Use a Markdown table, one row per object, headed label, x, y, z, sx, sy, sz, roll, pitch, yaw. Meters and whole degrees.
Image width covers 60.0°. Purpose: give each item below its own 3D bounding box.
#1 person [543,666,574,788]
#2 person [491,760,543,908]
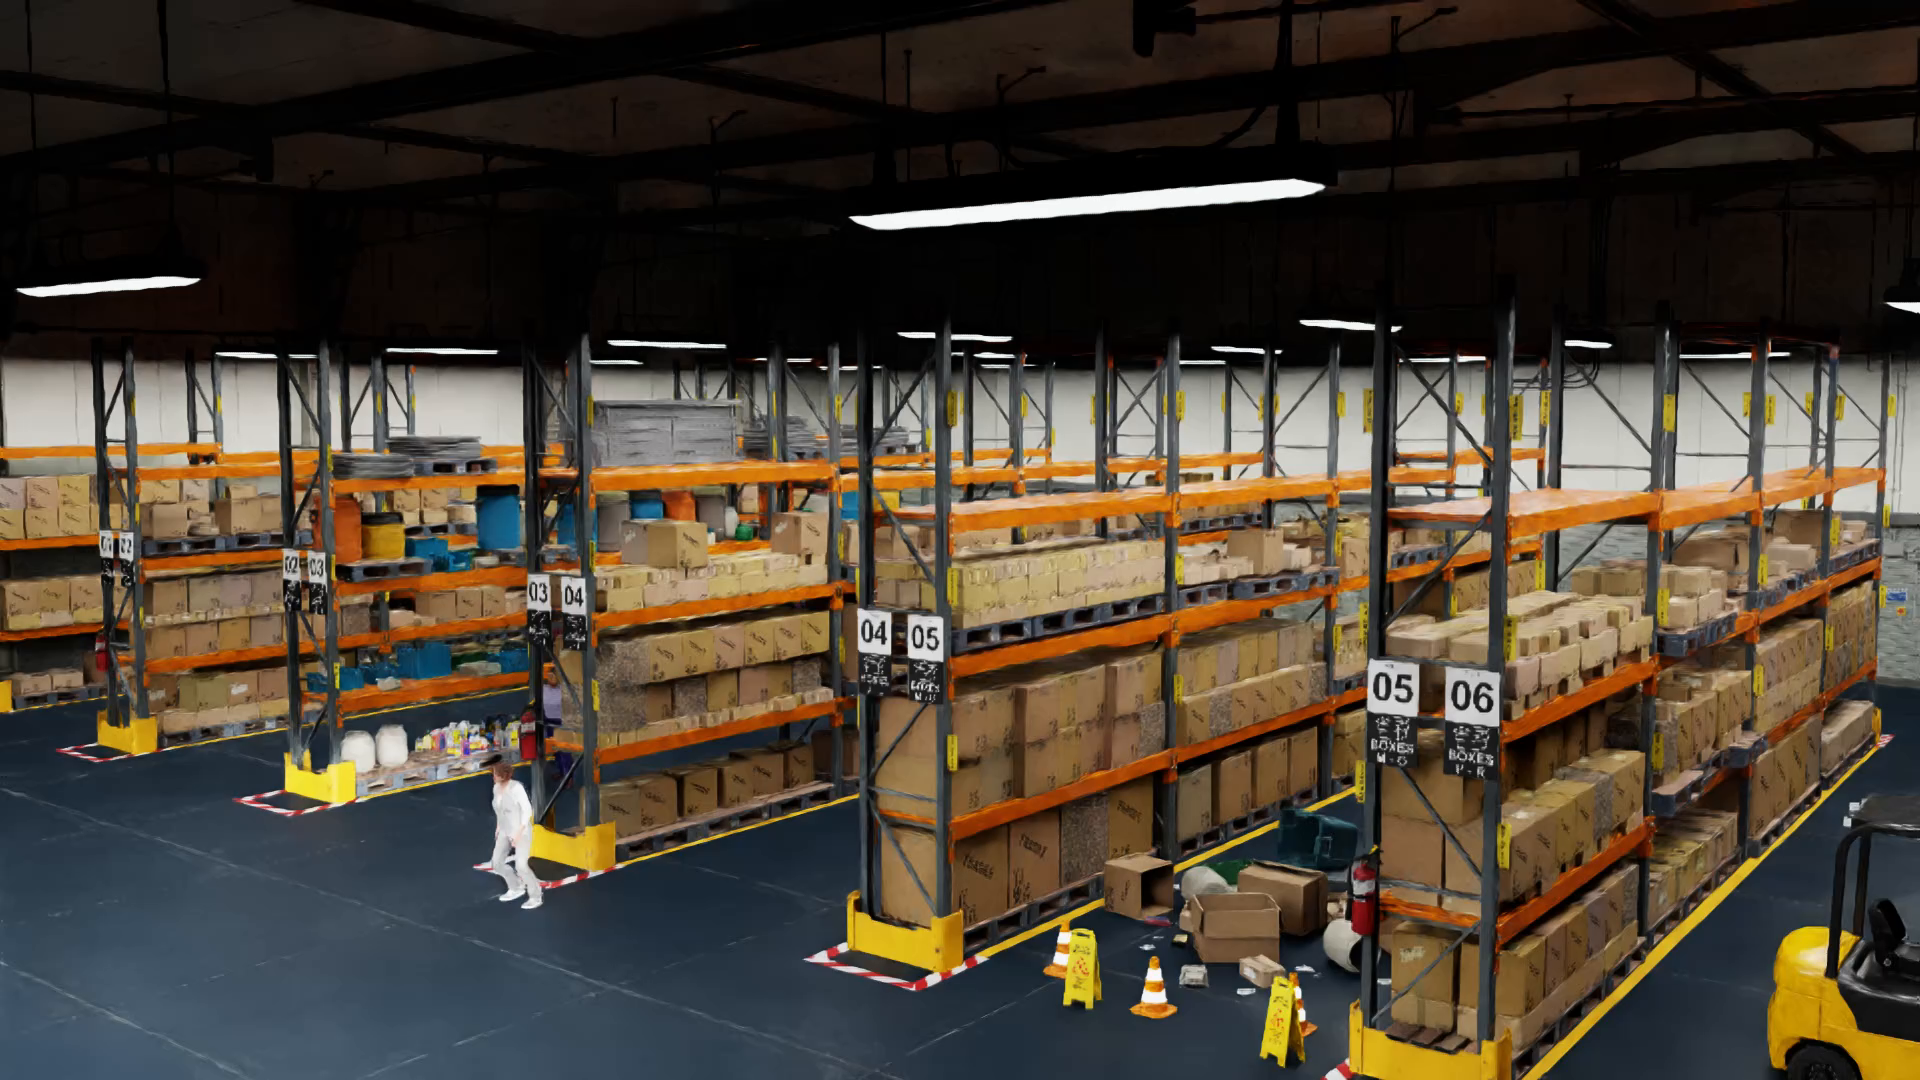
| label | x | y | z | sx | sy | sz | roll | pitch | yaw |
| --- | --- | --- | --- | --- | --- | --- | --- | --- | --- |
| person | -5.294 | 2.449 | 22.096 | 0.662 | 1.589 | 0.782 | 2 | 5 | 18 |
| person | -4.485 | 2.946 | 16.754 | 0.566 | 1.540 | 0.516 | 4 | 6 | 35 |
